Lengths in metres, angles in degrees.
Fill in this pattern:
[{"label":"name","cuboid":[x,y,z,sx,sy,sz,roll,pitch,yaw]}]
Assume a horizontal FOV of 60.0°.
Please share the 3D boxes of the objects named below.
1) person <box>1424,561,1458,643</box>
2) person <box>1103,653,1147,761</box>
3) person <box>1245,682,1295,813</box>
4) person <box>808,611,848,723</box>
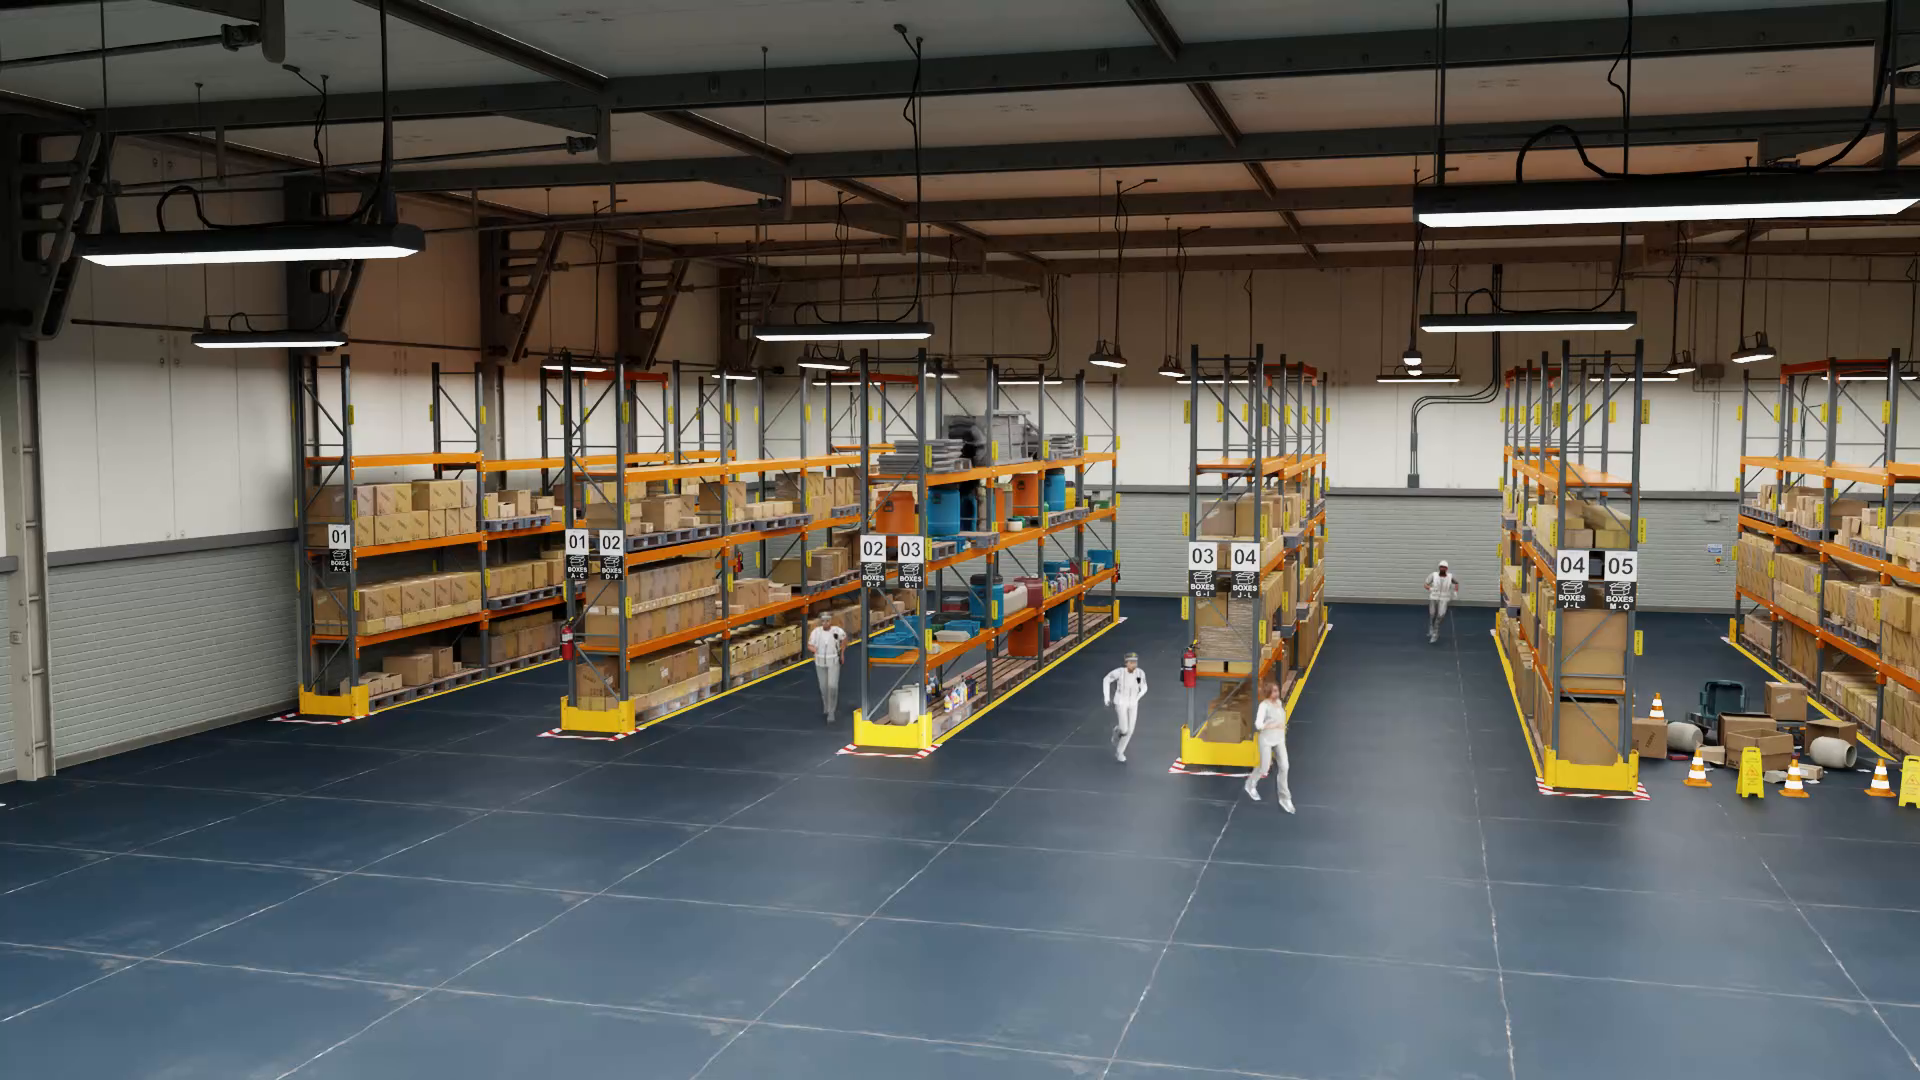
[{"label":"person","cuboid":[10.647,1.355,36.855,0.727,1.807,0.828,2,5,20]},{"label":"person","cuboid":[2.410,2.402,24.084,0.601,1.612,0.665,-1,4,-17]},{"label":"person","cuboid":[3.939,2.621,21.185,0.529,1.606,0.810,-3,5,-32]},{"label":"person","cuboid":[-2.192,2.059,27.441,0.608,1.813,0.909,1,4,8]}]
